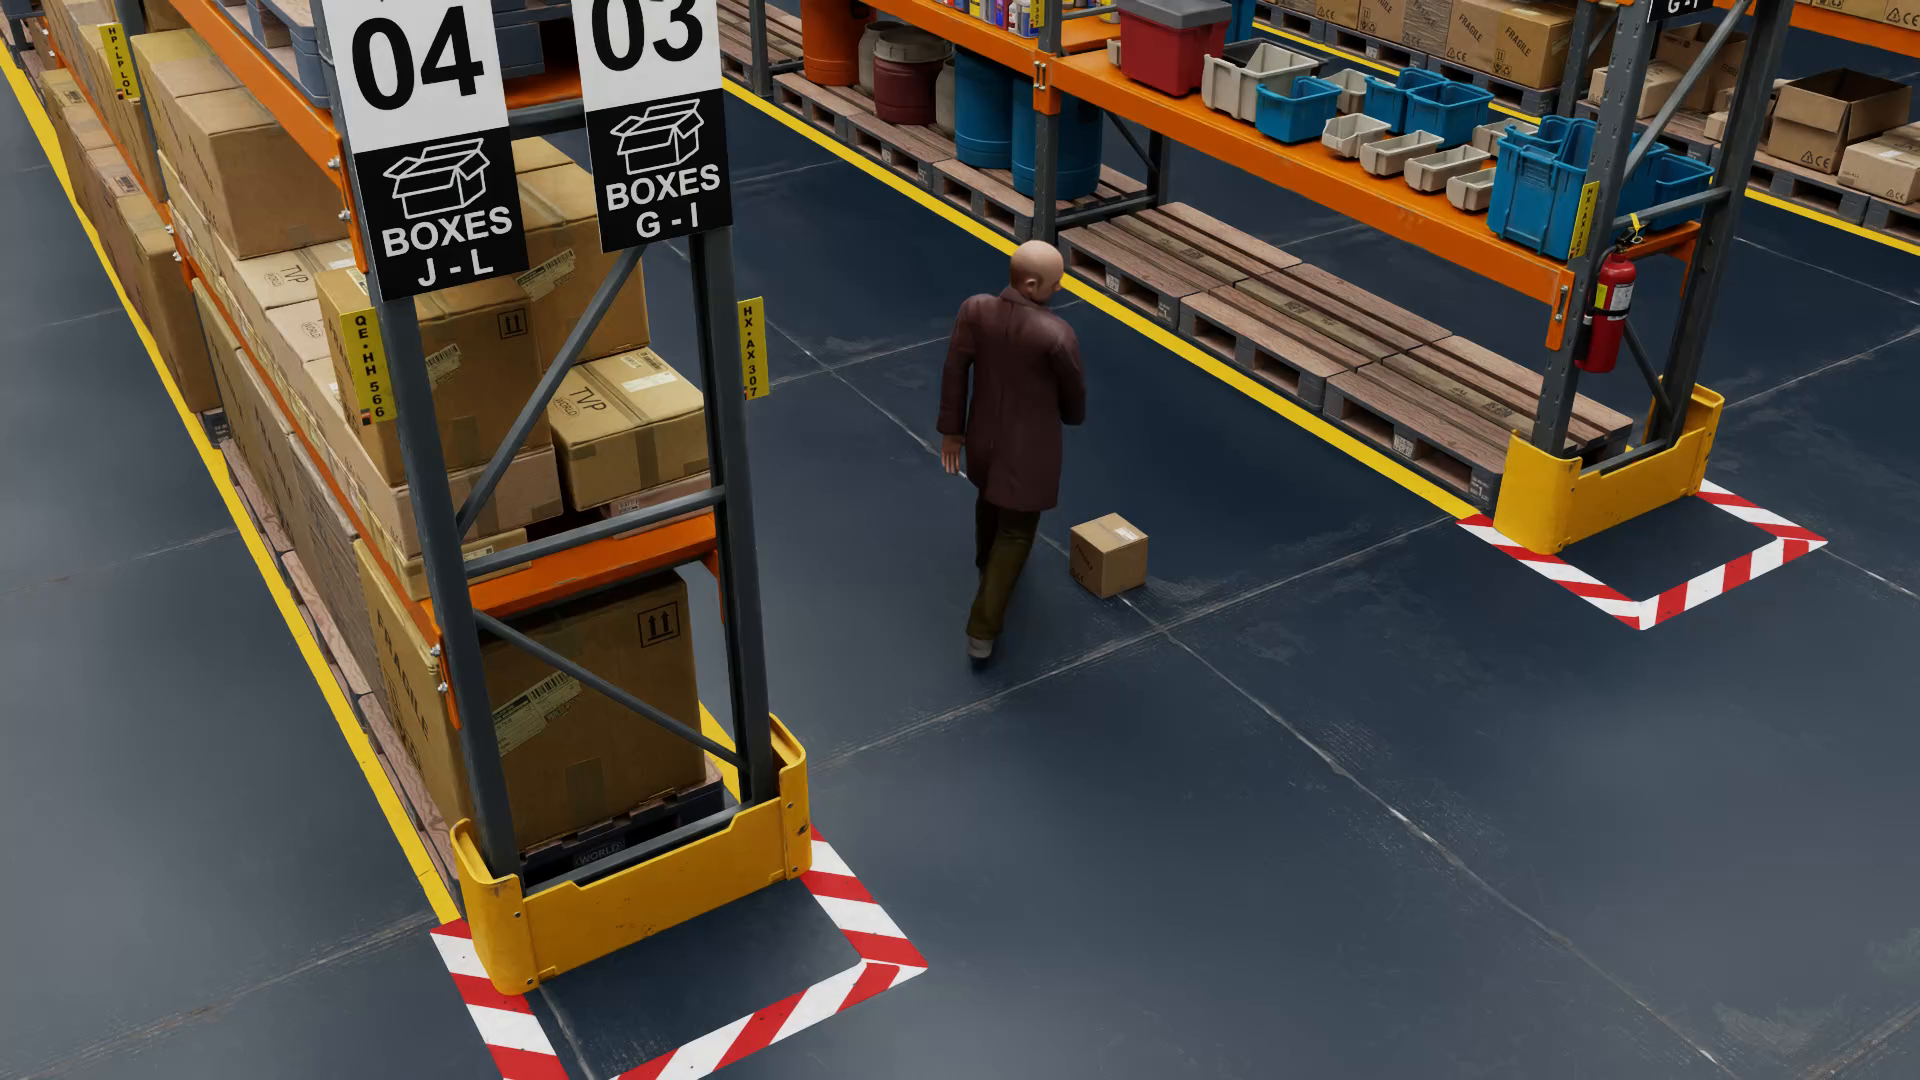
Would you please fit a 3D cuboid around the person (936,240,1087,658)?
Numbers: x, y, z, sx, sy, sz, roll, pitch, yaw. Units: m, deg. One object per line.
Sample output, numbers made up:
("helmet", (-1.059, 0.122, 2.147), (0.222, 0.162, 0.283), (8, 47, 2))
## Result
("person", (0.227, -0.405, 6.864), (0.601, 1.668, 0.942), (22, 38, 31))
